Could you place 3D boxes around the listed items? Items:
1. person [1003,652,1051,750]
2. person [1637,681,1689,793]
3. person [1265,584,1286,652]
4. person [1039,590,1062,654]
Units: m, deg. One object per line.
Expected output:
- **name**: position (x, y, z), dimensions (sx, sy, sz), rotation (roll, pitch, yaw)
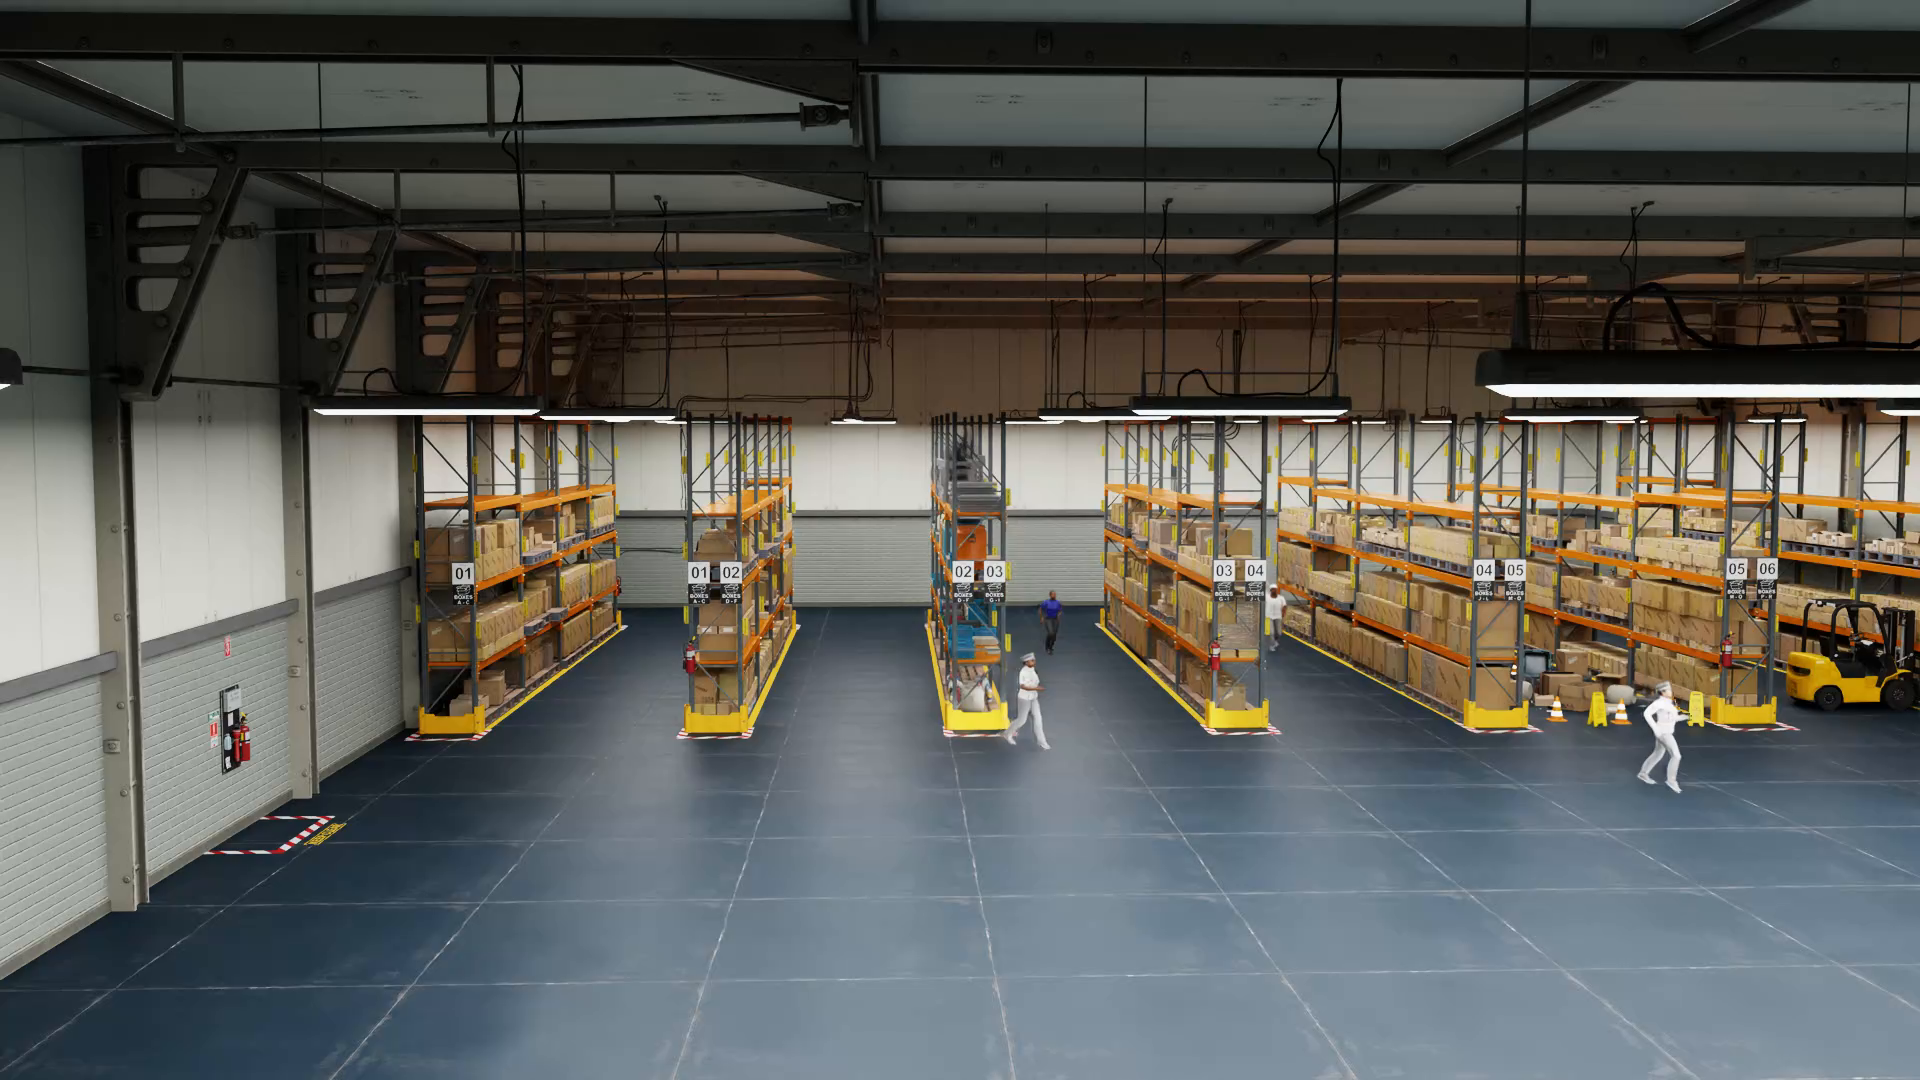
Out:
- **person**: position (1.204, 2.850, 29.552), dimensions (0.861, 1.729, 0.593), rotation (2, 4, 29)
- **person**: position (11.097, 3.095, 26.233), dimensions (0.741, 1.751, 0.584), rotation (2, 5, 31)
- **person**: position (7.984, 1.980, 42.377), dimensions (0.697, 1.718, 0.601), rotation (0, 4, 2)
- **person**: position (2.303, 2.063, 41.696), dimensions (0.542, 1.613, 0.717), rotation (-1, 4, -16)
